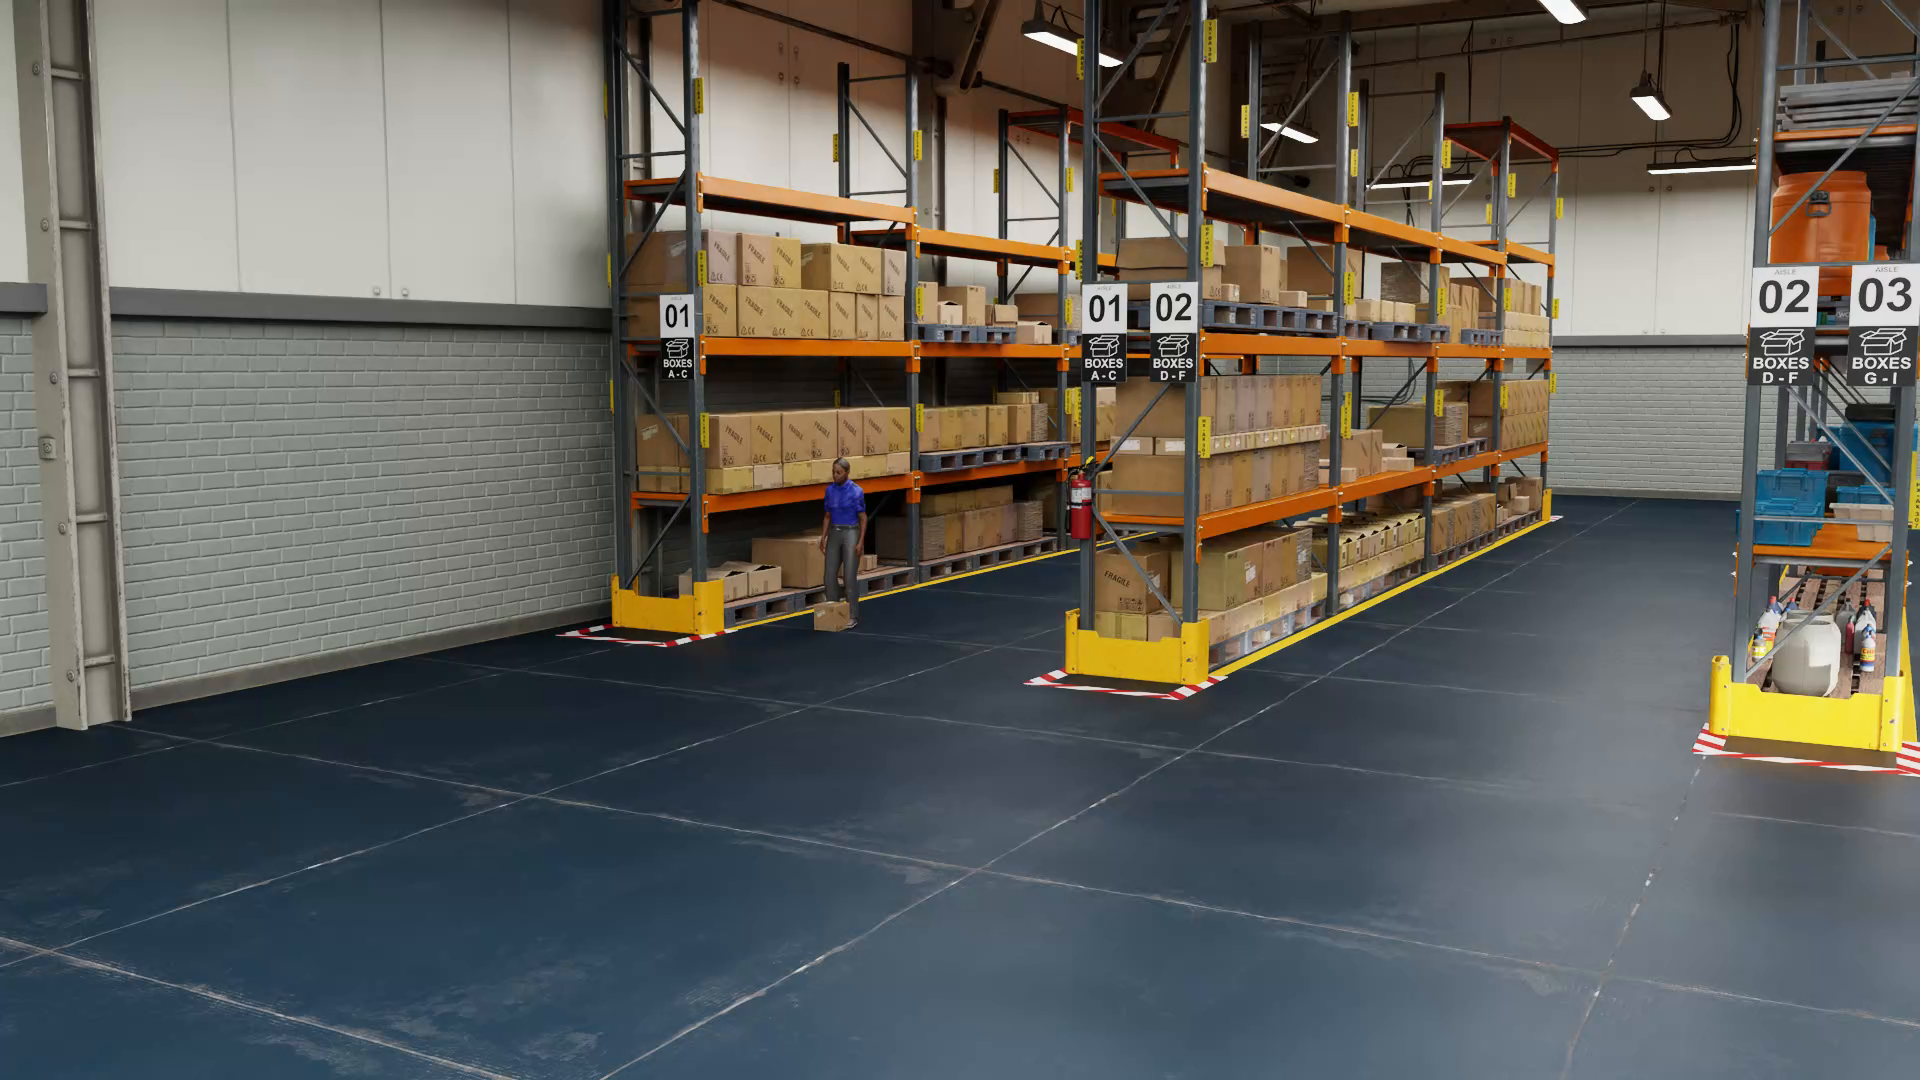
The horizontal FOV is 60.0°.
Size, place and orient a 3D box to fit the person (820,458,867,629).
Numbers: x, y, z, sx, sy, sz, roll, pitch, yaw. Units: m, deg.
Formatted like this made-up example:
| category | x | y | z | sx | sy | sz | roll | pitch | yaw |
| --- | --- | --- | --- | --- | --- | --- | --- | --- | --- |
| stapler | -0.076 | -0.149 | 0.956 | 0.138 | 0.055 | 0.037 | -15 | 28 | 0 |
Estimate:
| category | x | y | z | sx | sy | sz | roll | pitch | yaw |
| --- | --- | --- | --- | --- | --- | --- | --- | --- | --- |
| person | -1.153 | 0.021 | 16.196 | 0.505 | 1.655 | 0.392 | 3 | 7 | 29 |
